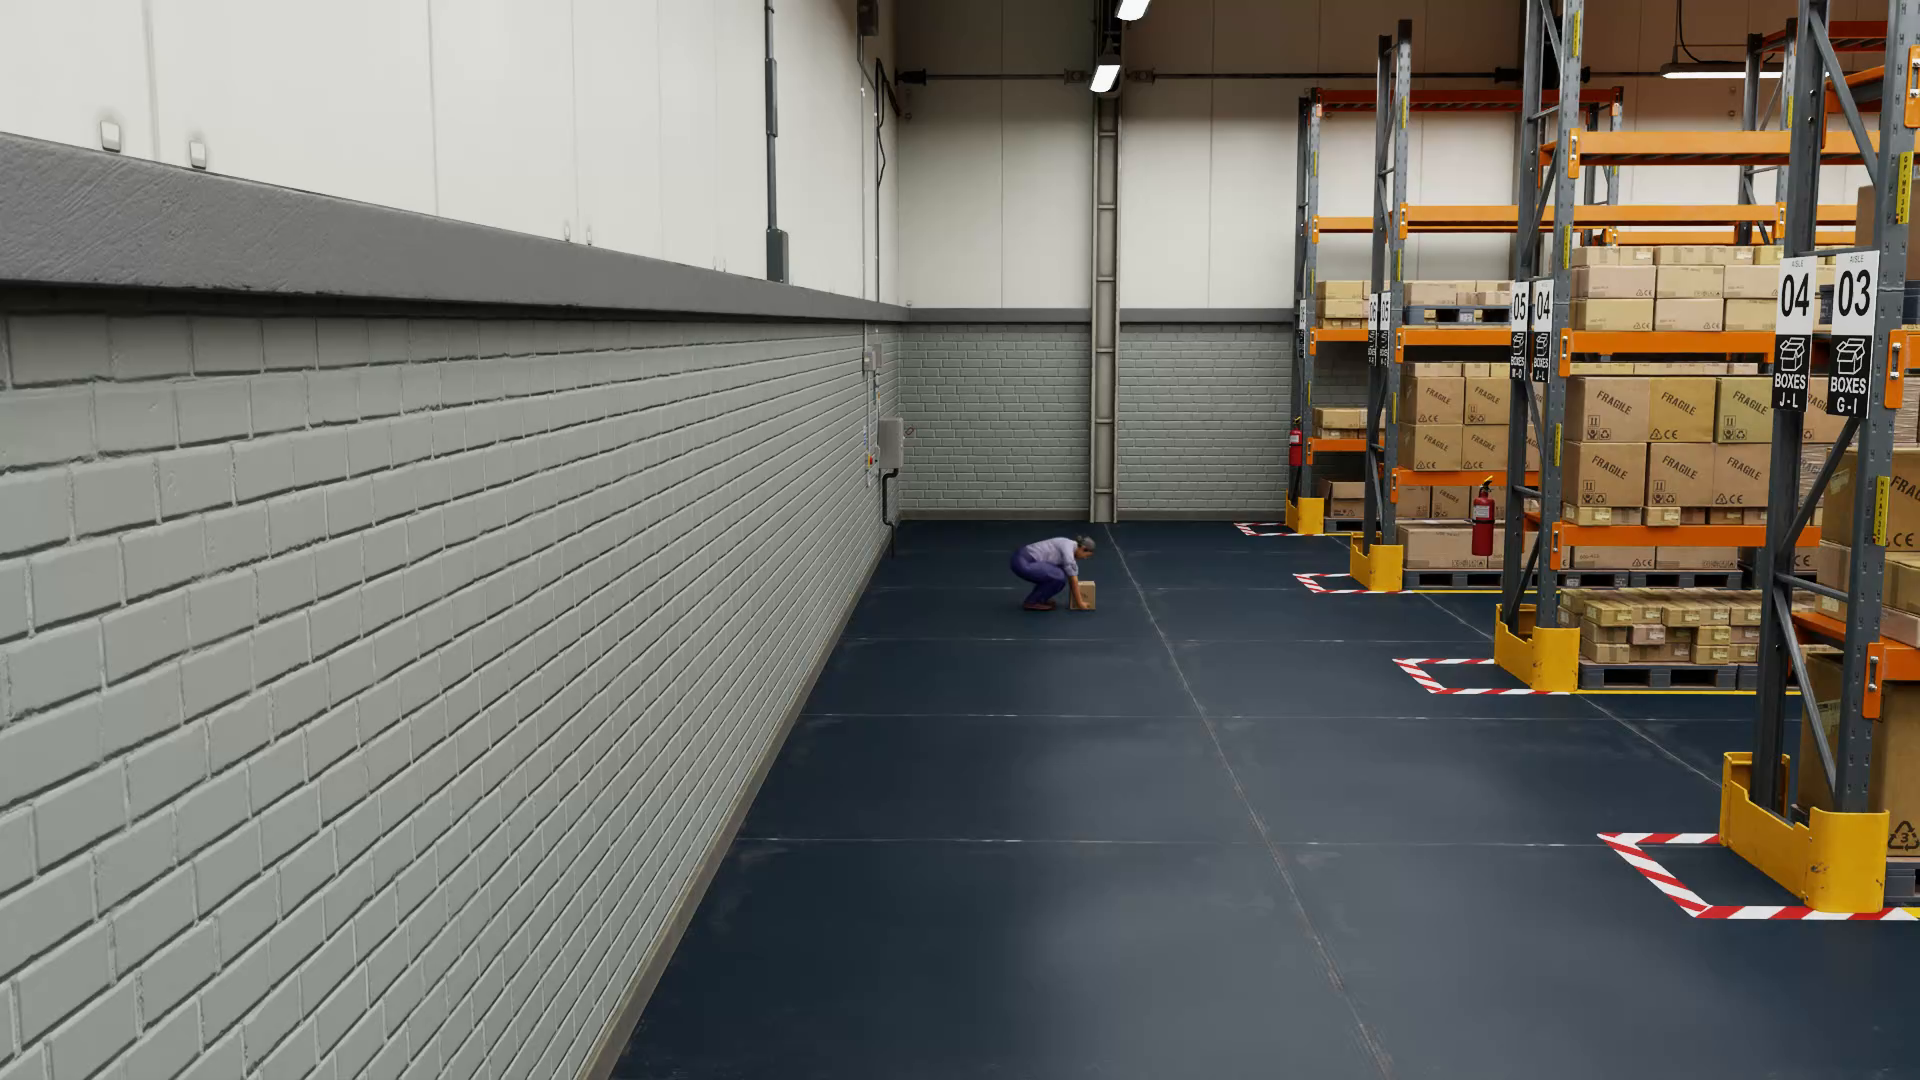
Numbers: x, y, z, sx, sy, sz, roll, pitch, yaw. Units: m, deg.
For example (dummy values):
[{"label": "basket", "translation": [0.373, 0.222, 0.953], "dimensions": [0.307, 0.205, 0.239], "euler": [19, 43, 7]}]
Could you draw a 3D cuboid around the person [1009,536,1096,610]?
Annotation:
[{"label": "person", "translation": [0.938, 0.334, 16.888], "dimensions": [0.883, 0.749, 0.495], "euler": [0, 7, 0]}]
